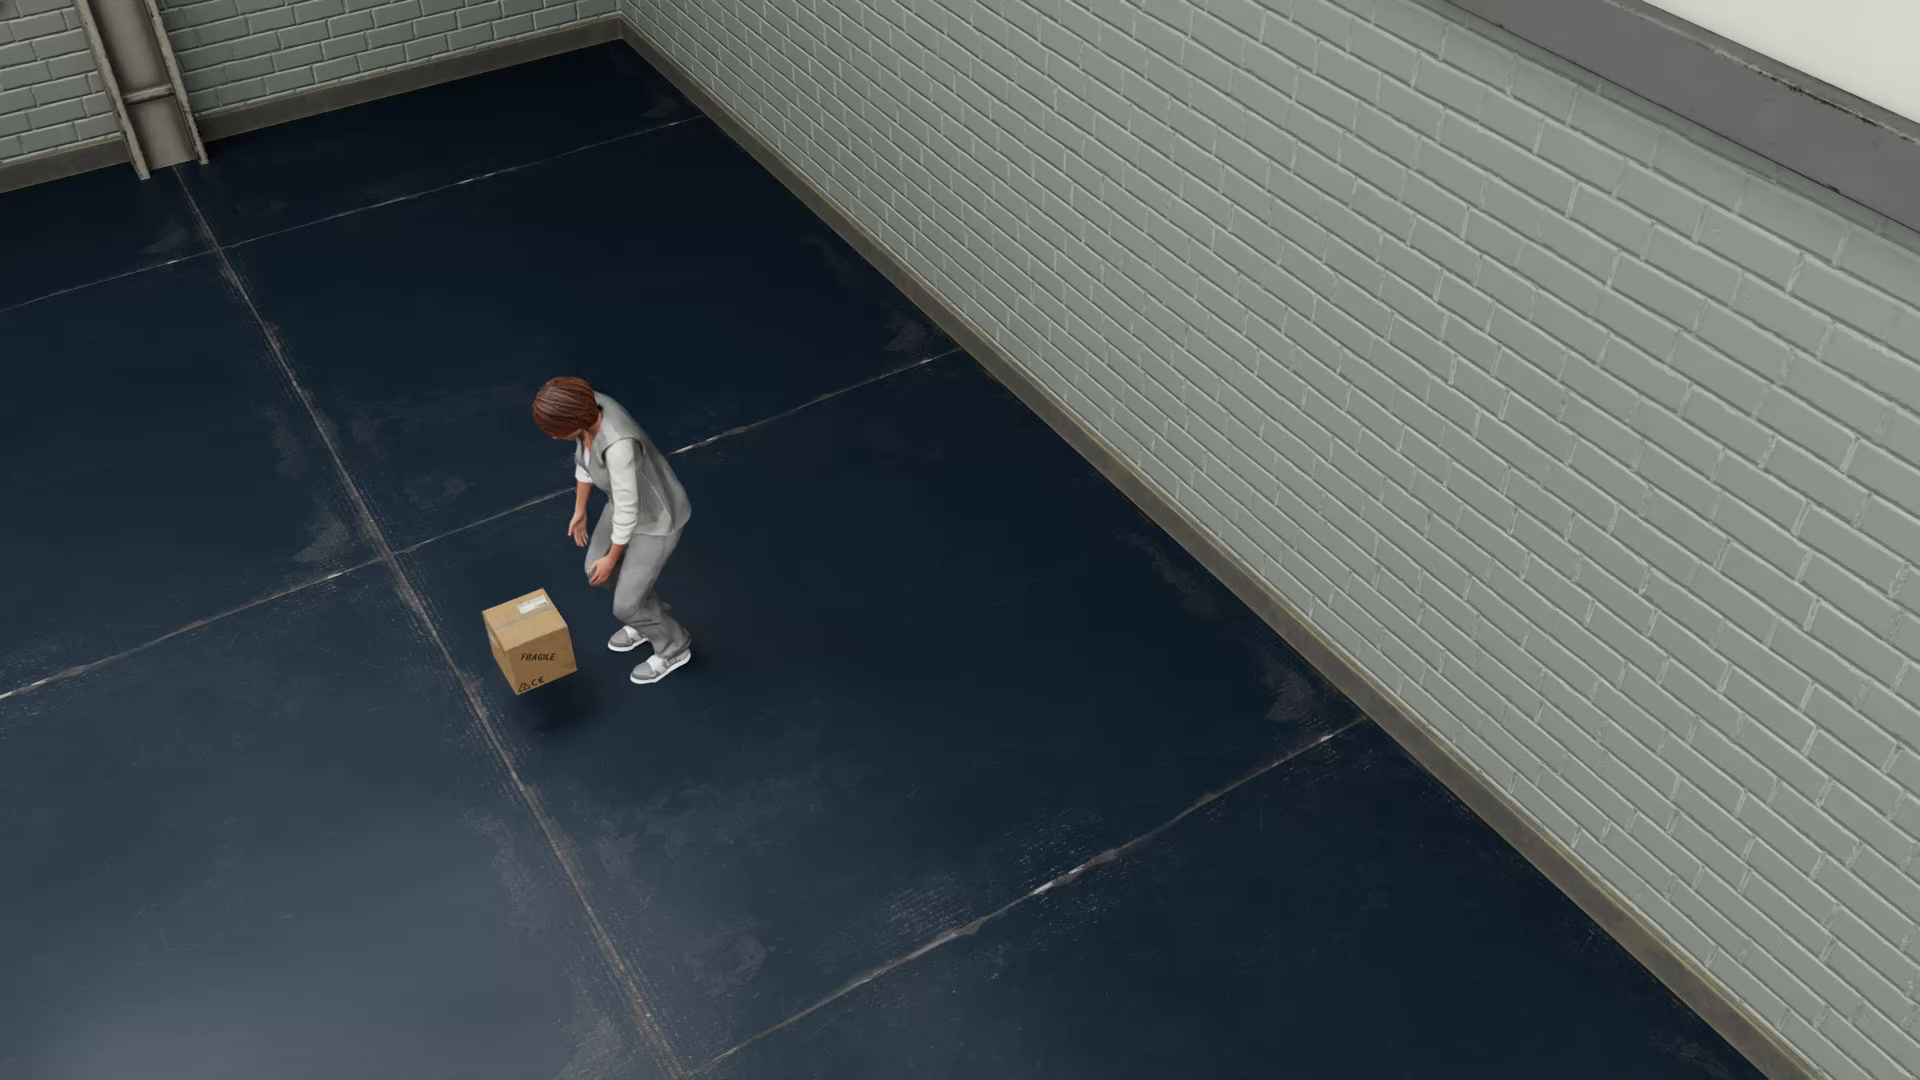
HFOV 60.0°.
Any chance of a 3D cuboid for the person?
[{"bbox_3d":[-1.273,-0.053,6.335,0.518,1.464,0.451,-22,46,-23],"label":"person"}]
